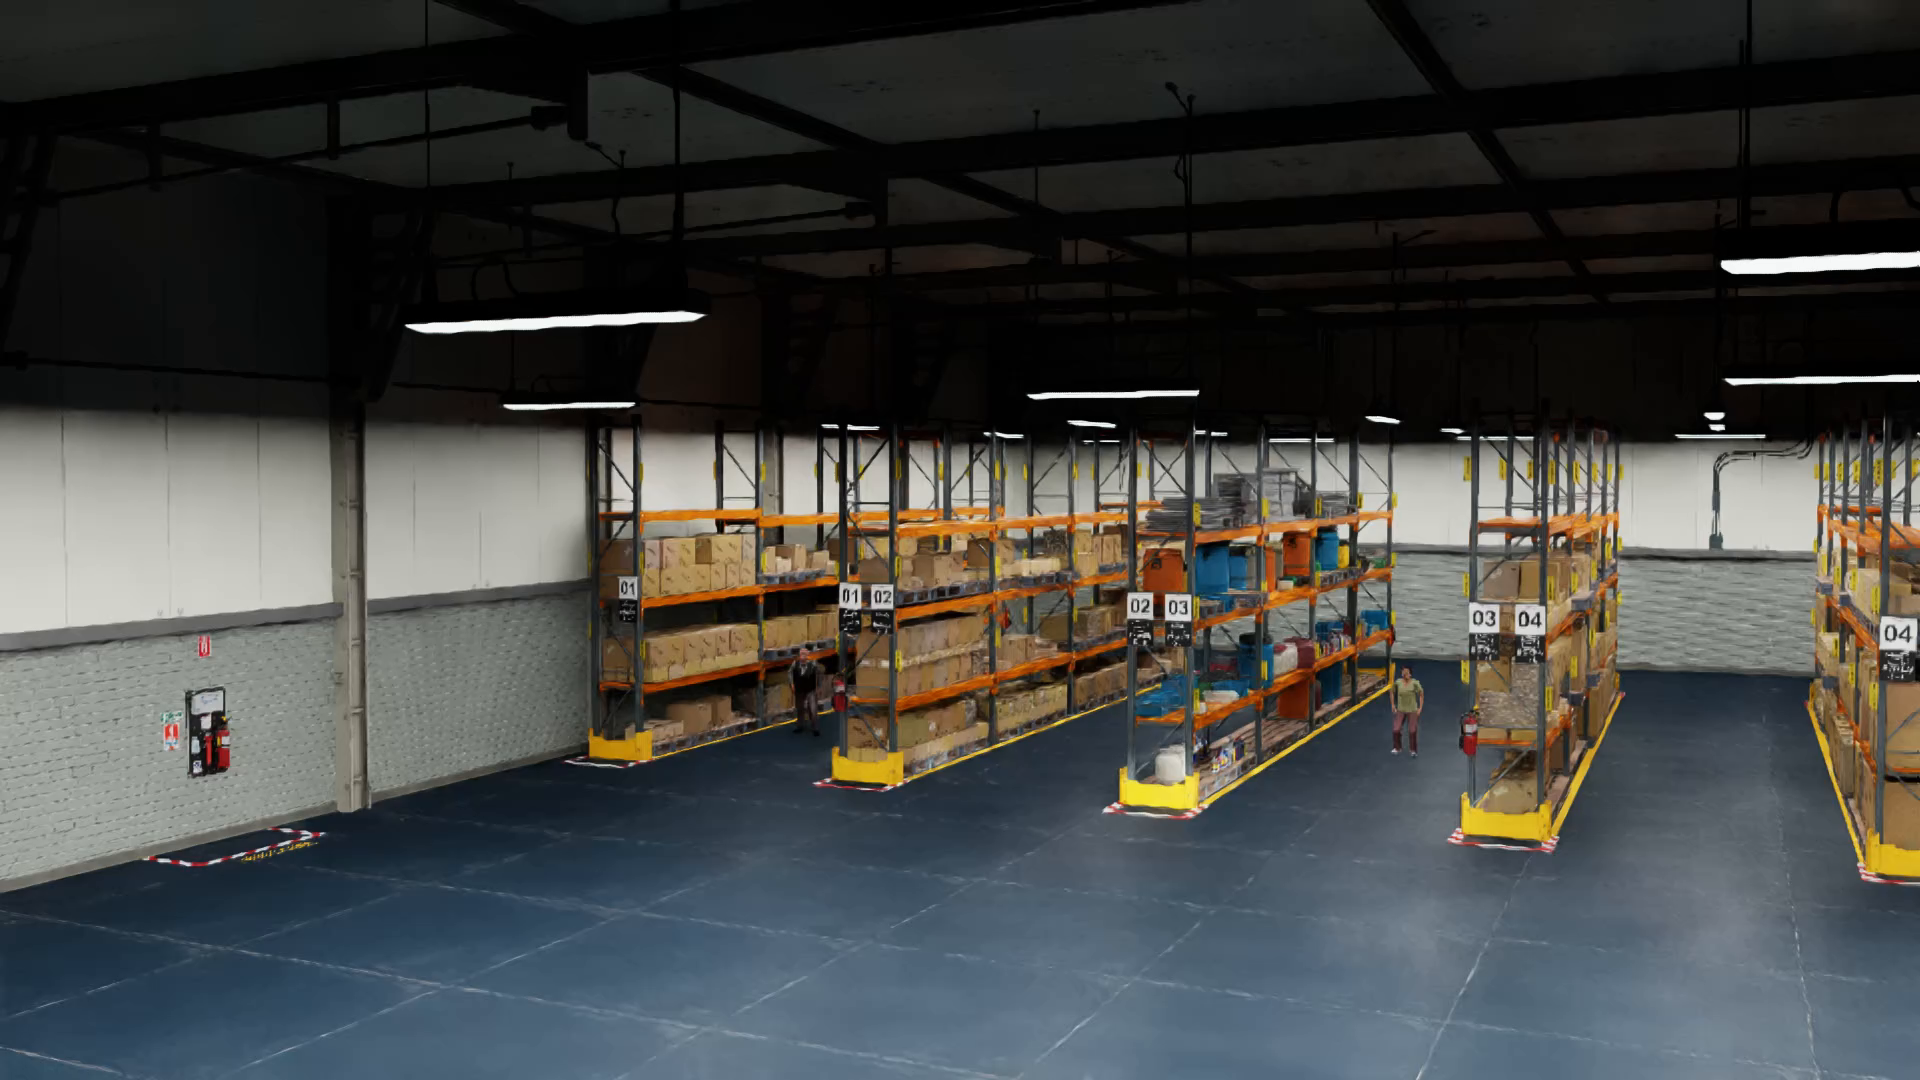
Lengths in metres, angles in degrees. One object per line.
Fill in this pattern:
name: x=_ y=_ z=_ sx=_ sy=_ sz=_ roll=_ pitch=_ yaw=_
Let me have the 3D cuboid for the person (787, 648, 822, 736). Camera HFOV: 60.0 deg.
person: x=-2.925 y=2.867 z=31.581 sx=0.688 sy=1.655 sz=0.825 roll=0 pitch=2 yaw=7

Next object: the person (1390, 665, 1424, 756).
person: x=7.860 y=2.995 z=29.259 sx=0.598 sy=1.619 sz=0.507 roll=1 pitch=3 yaw=24
